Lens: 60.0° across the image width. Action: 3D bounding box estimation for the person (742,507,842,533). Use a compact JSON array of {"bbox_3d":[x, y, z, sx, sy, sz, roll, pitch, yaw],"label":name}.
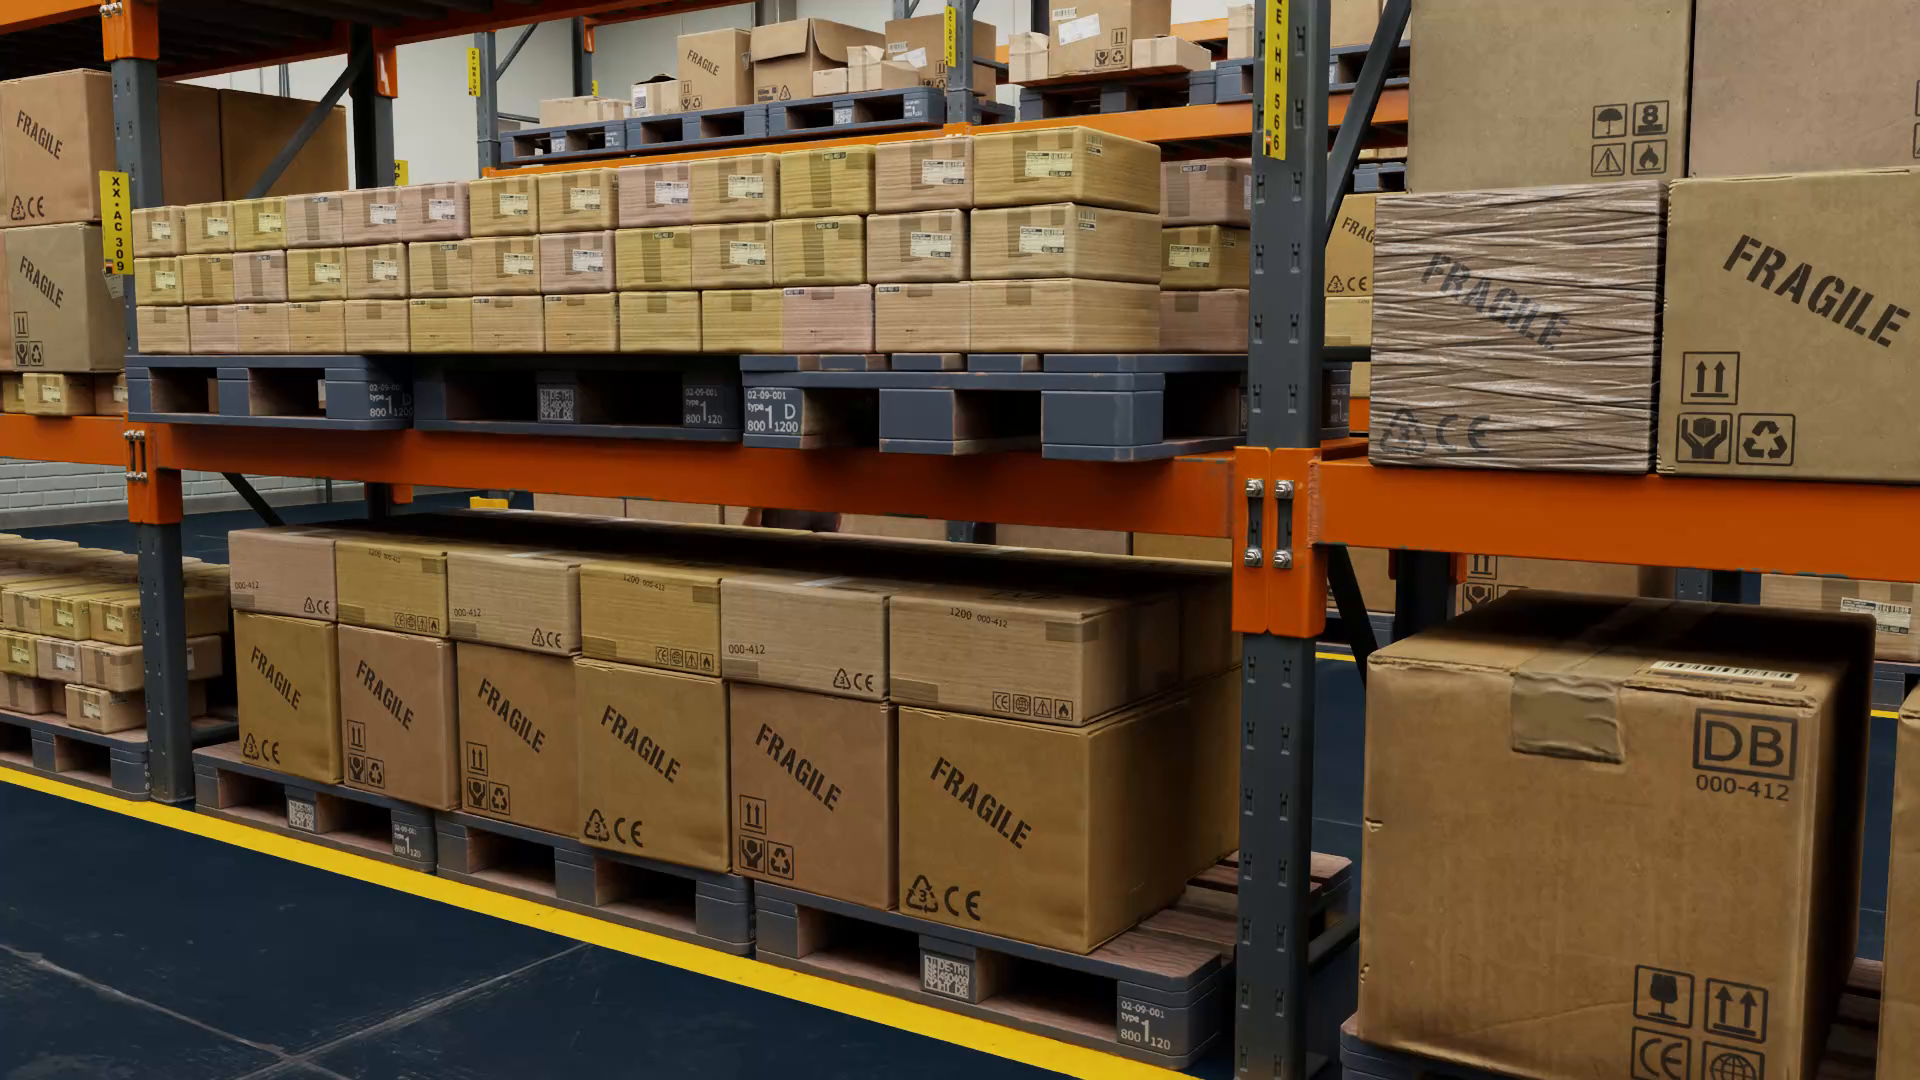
[{"bbox_3d":[-0.726,-0.125,6.992,0.657,1.720,0.559,5,8,41],"label":"person"}]
